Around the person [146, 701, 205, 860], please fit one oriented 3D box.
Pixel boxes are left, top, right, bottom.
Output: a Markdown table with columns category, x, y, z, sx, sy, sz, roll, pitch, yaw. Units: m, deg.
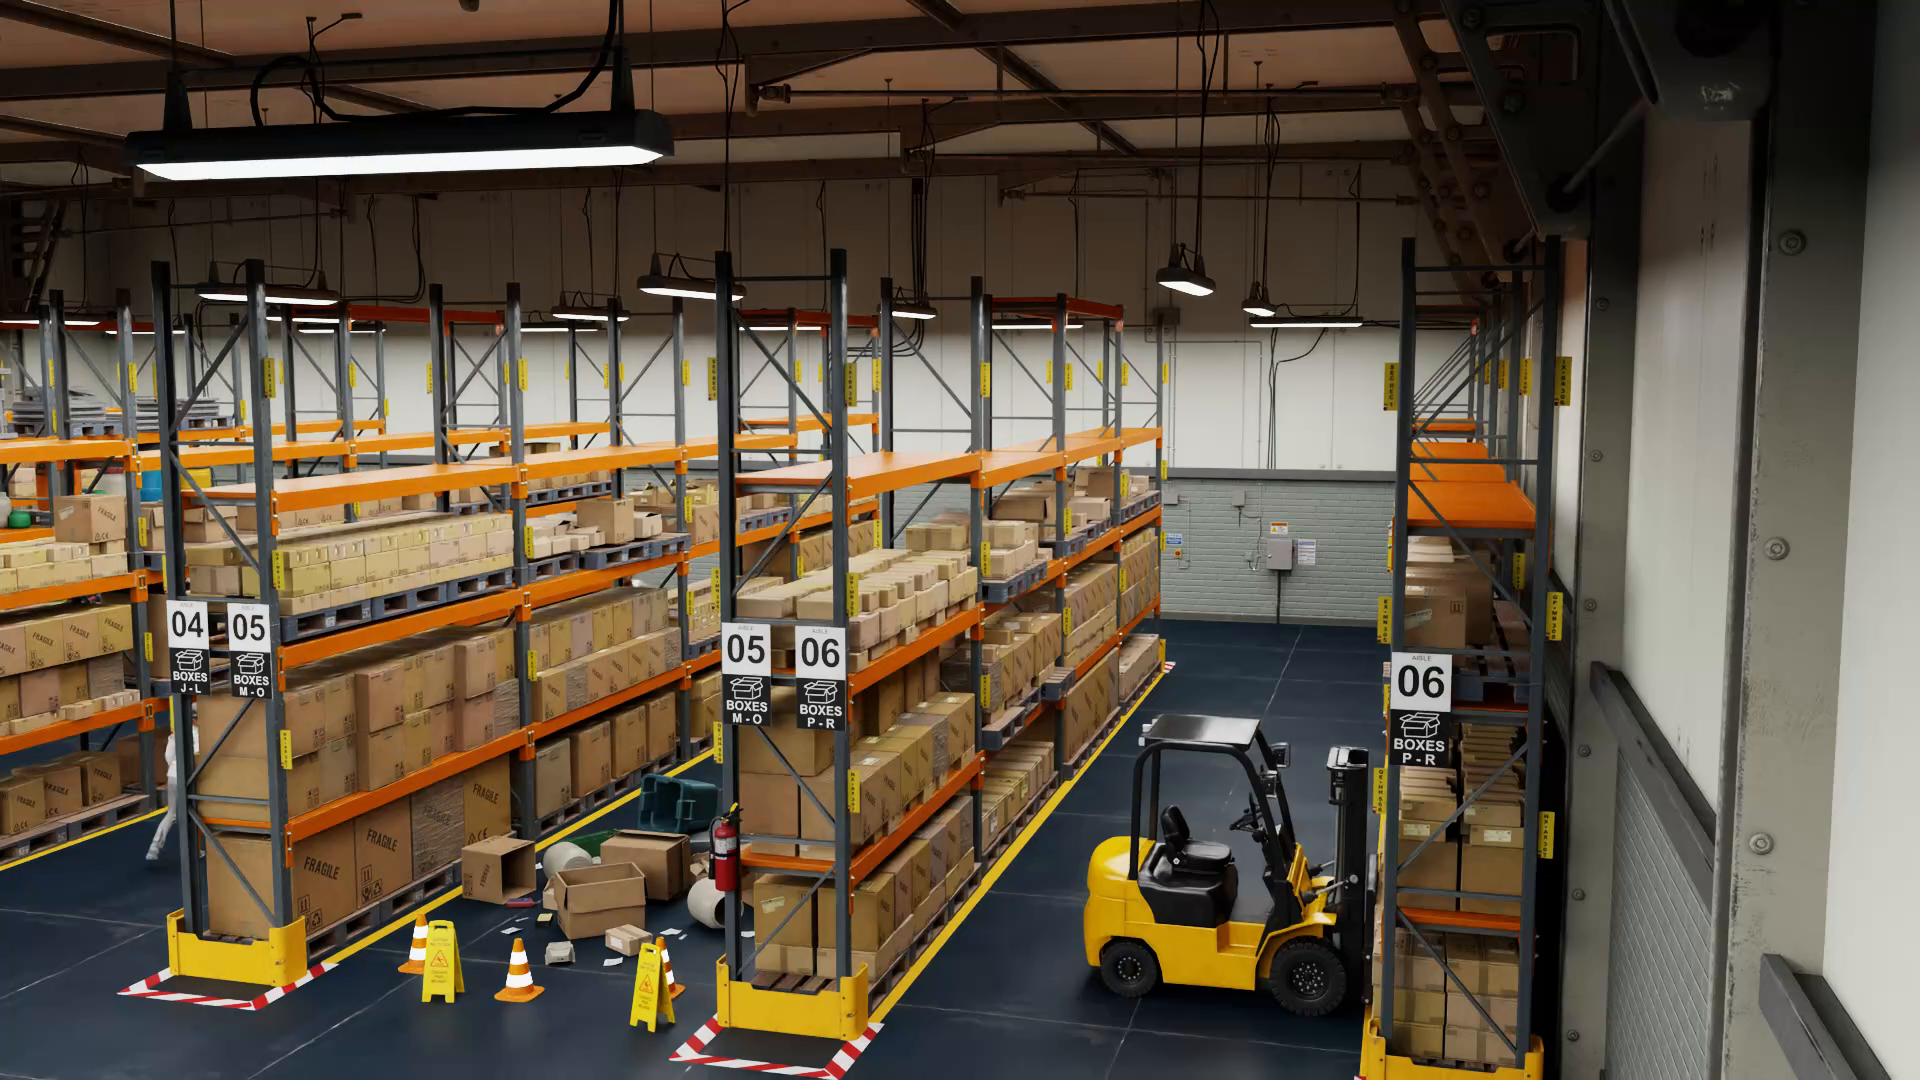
| category | x | y | z | sx | sy | sz | roll | pitch | yaw |
| --- | --- | --- | --- | --- | --- | --- | --- | --- | --- |
| person | -8.077 | 2.526 | 17.221 | 0.537 | 1.660 | 0.666 | 2 | 6 | 15 |

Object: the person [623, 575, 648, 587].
| category | x | y | z | sx | sy | sz | roll | pitch | yaw |
| --- | --- | --- | --- | --- | --- | --- | --- | --- | --- |
| person | -5.689 | 1.281 | 28.873 | 0.670 | 1.682 | 0.648 | 3 | 7 | 23 |
